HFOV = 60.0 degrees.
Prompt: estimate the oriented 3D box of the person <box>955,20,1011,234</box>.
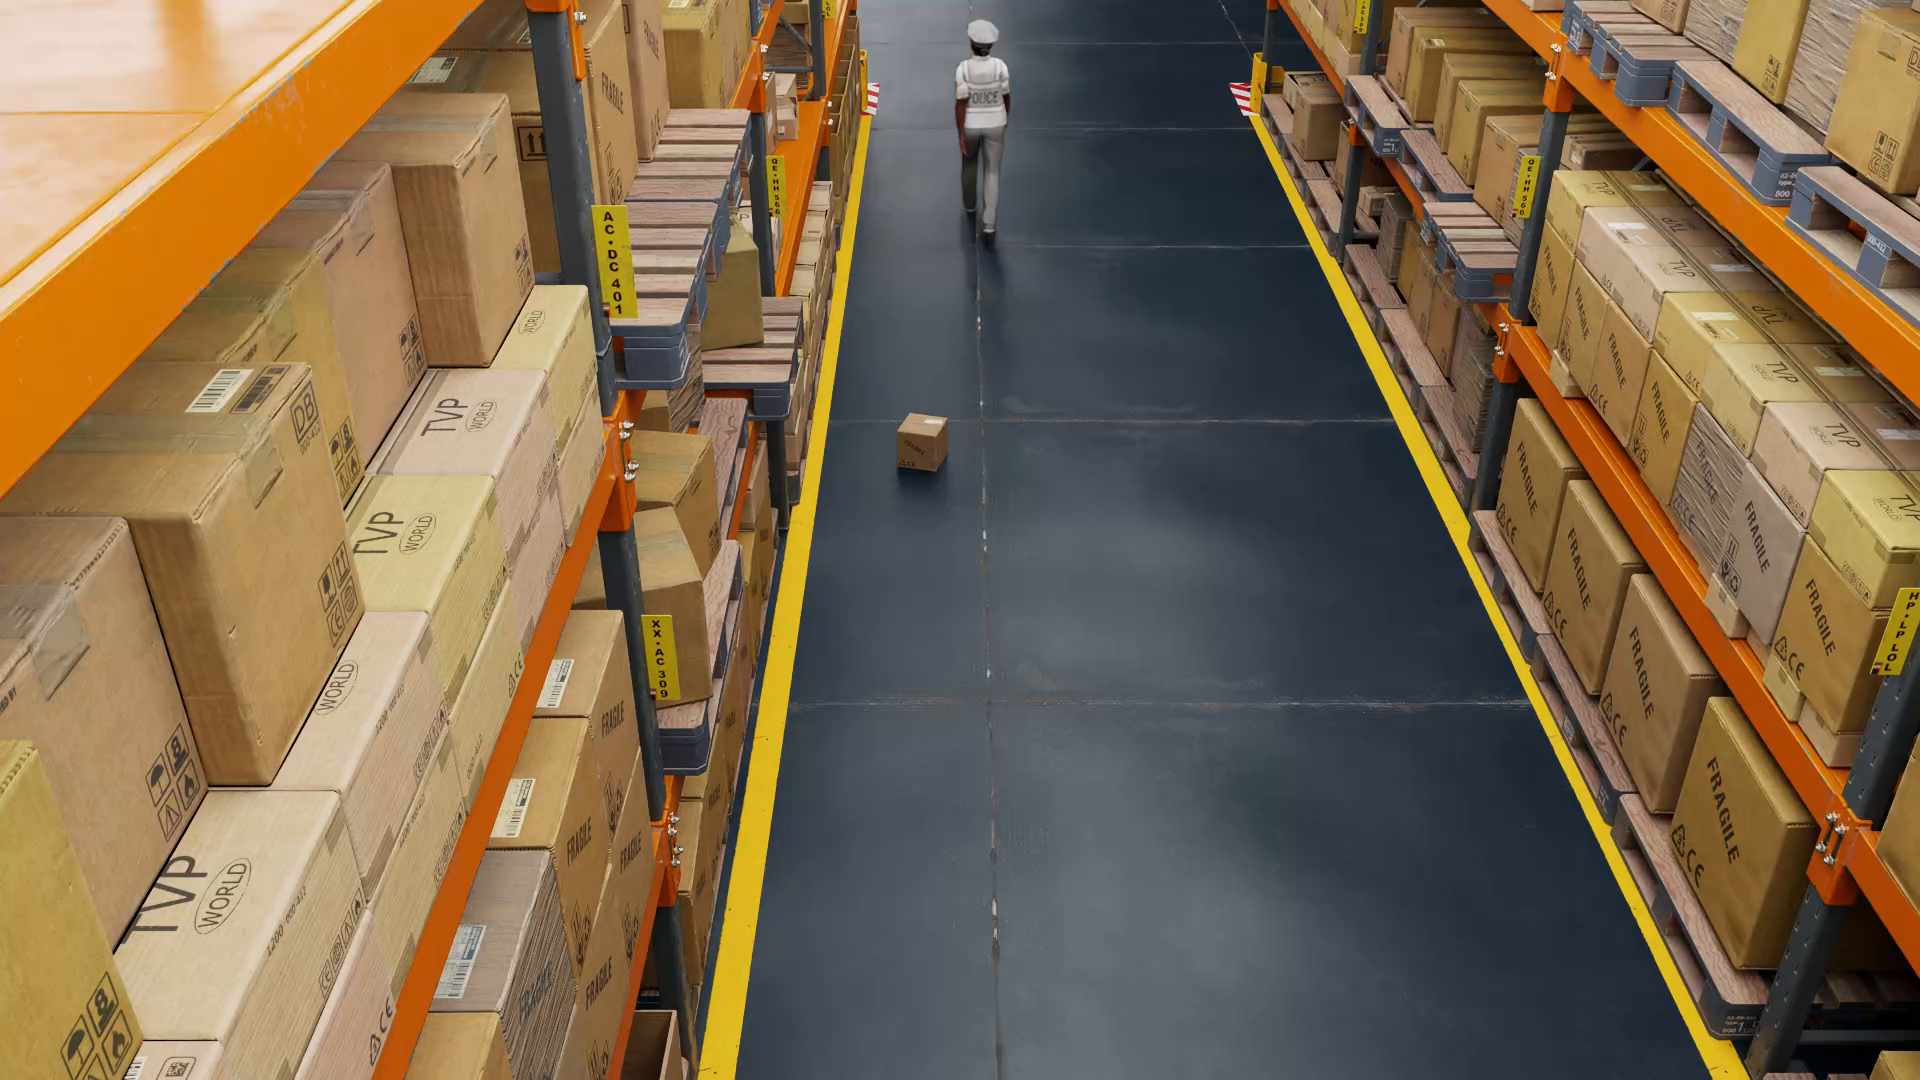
[{"bbox_3d":[0.182,-3.322,13.272,0.437,1.642,0.991,1,32,2],"label":"person"}]
